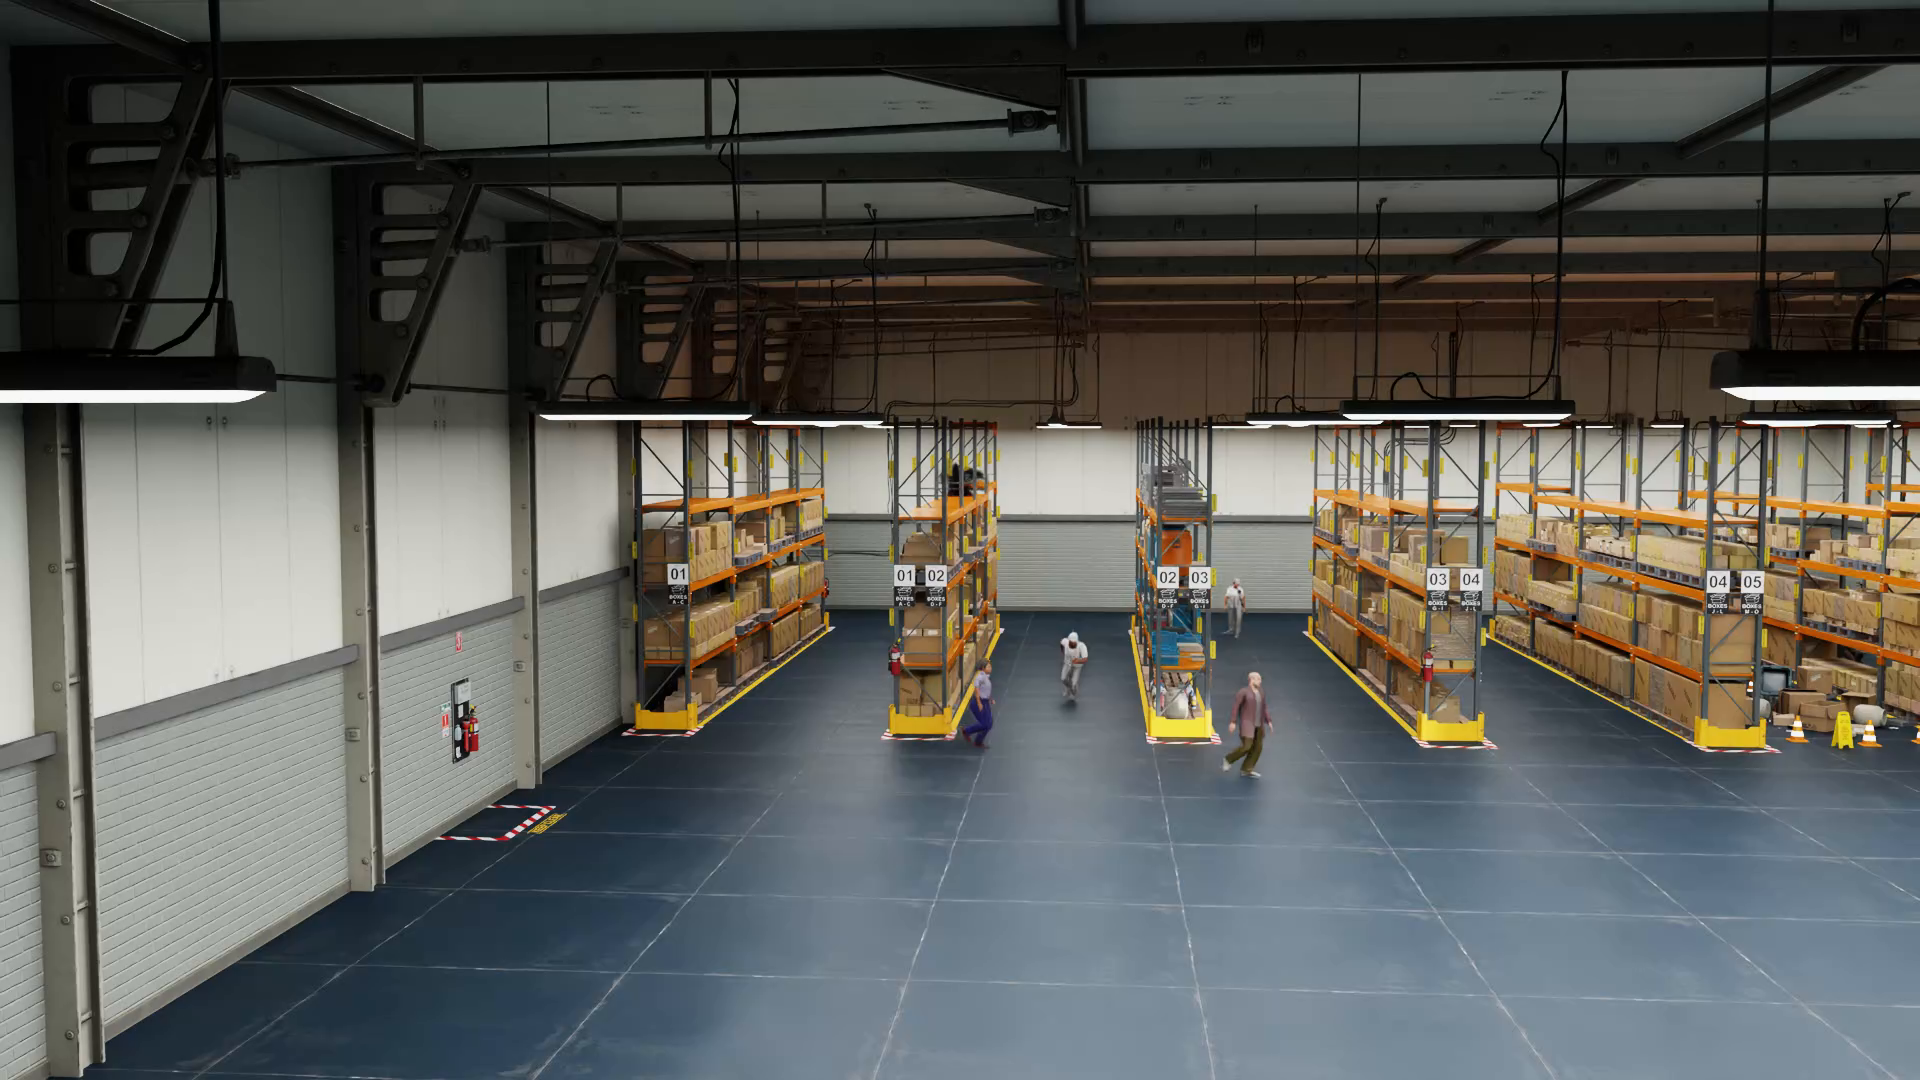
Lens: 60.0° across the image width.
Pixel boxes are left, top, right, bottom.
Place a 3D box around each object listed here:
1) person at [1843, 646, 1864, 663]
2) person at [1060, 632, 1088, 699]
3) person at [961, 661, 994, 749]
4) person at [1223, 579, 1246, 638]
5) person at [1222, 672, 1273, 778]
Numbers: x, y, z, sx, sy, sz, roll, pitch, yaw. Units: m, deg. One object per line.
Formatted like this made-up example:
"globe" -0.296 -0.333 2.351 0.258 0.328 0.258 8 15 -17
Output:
"person" 21.606 2.330 40.380 0.685 1.532 0.823 -1 4 -18
"person" 2.375 2.656 35.140 0.727 1.511 1.013 1 4 17
"person" 0.309 2.982 30.080 0.565 1.572 0.602 1 4 17
"person" 7.673 1.878 46.572 0.643 1.623 0.839 2 4 22
"person" 4.734 3.050 27.518 0.817 1.740 0.615 -2 4 -33
